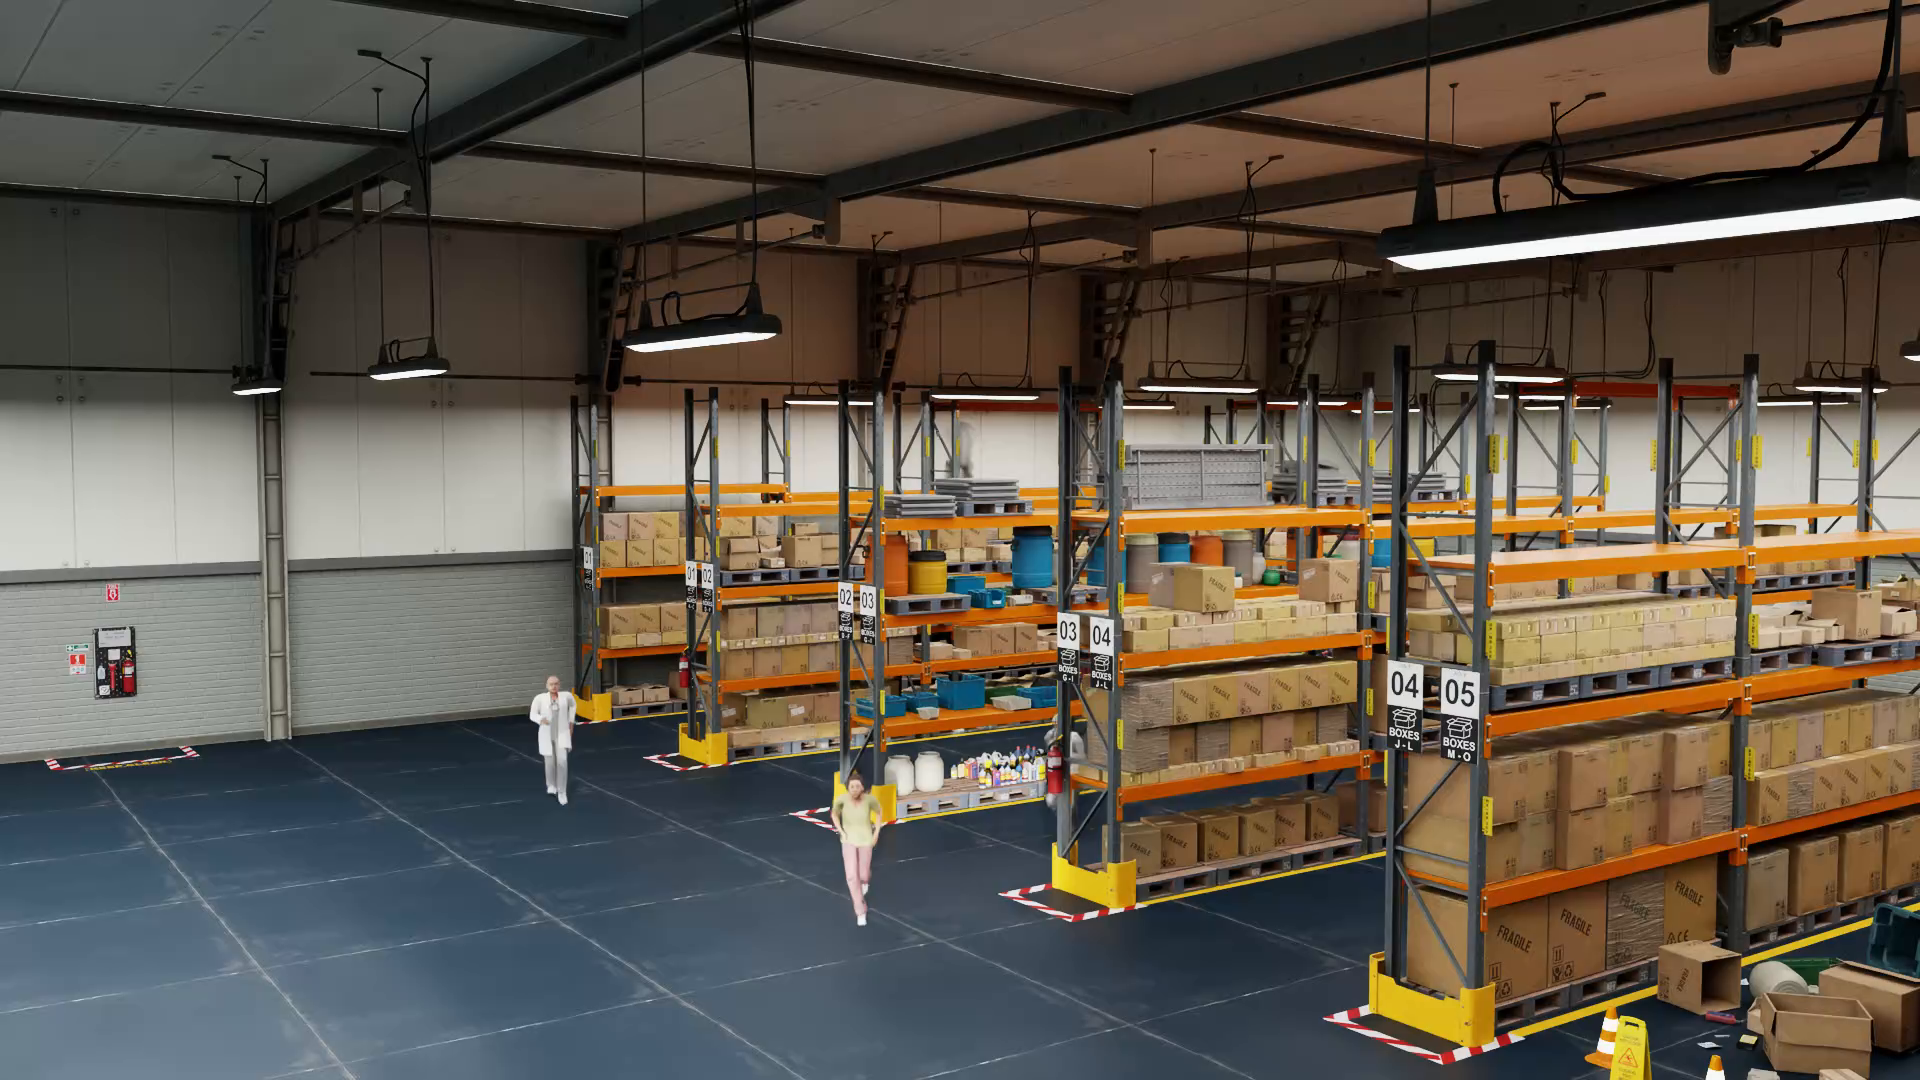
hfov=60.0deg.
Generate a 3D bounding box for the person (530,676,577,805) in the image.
[{"bbox_3d":[-5.823,2.851,23.822,0.641,1.835,0.907,-1,4,-11],"label":"person"}]

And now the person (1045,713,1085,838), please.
[{"bbox_3d":[1.324,3.023,21.360,0.644,1.698,0.803,1,4,23],"label":"person"}]

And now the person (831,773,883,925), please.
[{"bbox_3d":[-1.106,3.287,18.050,0.555,1.617,0.787,0,3,5],"label":"person"}]
